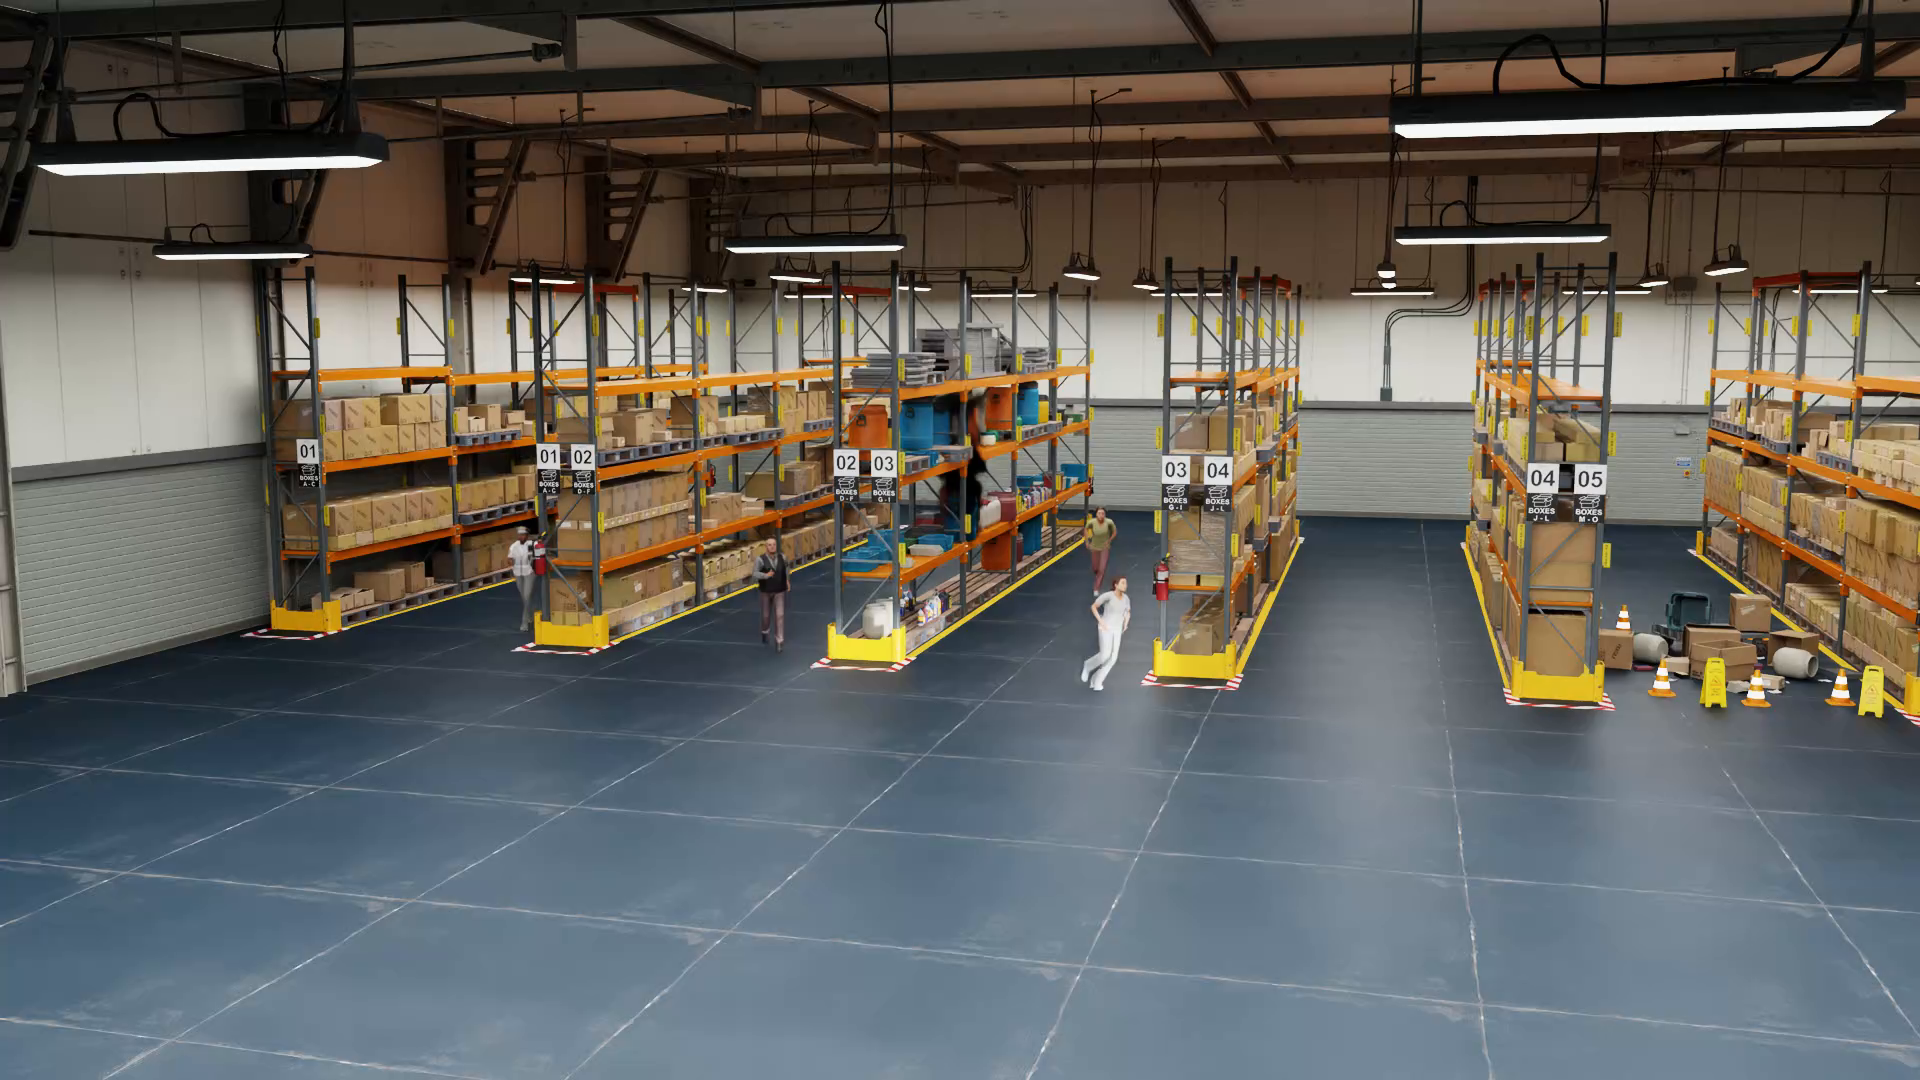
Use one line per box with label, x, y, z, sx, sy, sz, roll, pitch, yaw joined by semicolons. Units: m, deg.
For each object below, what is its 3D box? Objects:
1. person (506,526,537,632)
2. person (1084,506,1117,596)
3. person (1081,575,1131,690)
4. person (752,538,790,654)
person;-7.312;0.614;27.942;0.569;1.735;0.851;1;7;9
person;2.503;0.179;29.666;0.575;1.610;0.735;0;7;1
person;2.091;1.272;23.294;0.649;1.595;0.578;-4;8;-30
person;-2.945;0.839;25.948;0.622;1.753;0.907;-2;7;-14
